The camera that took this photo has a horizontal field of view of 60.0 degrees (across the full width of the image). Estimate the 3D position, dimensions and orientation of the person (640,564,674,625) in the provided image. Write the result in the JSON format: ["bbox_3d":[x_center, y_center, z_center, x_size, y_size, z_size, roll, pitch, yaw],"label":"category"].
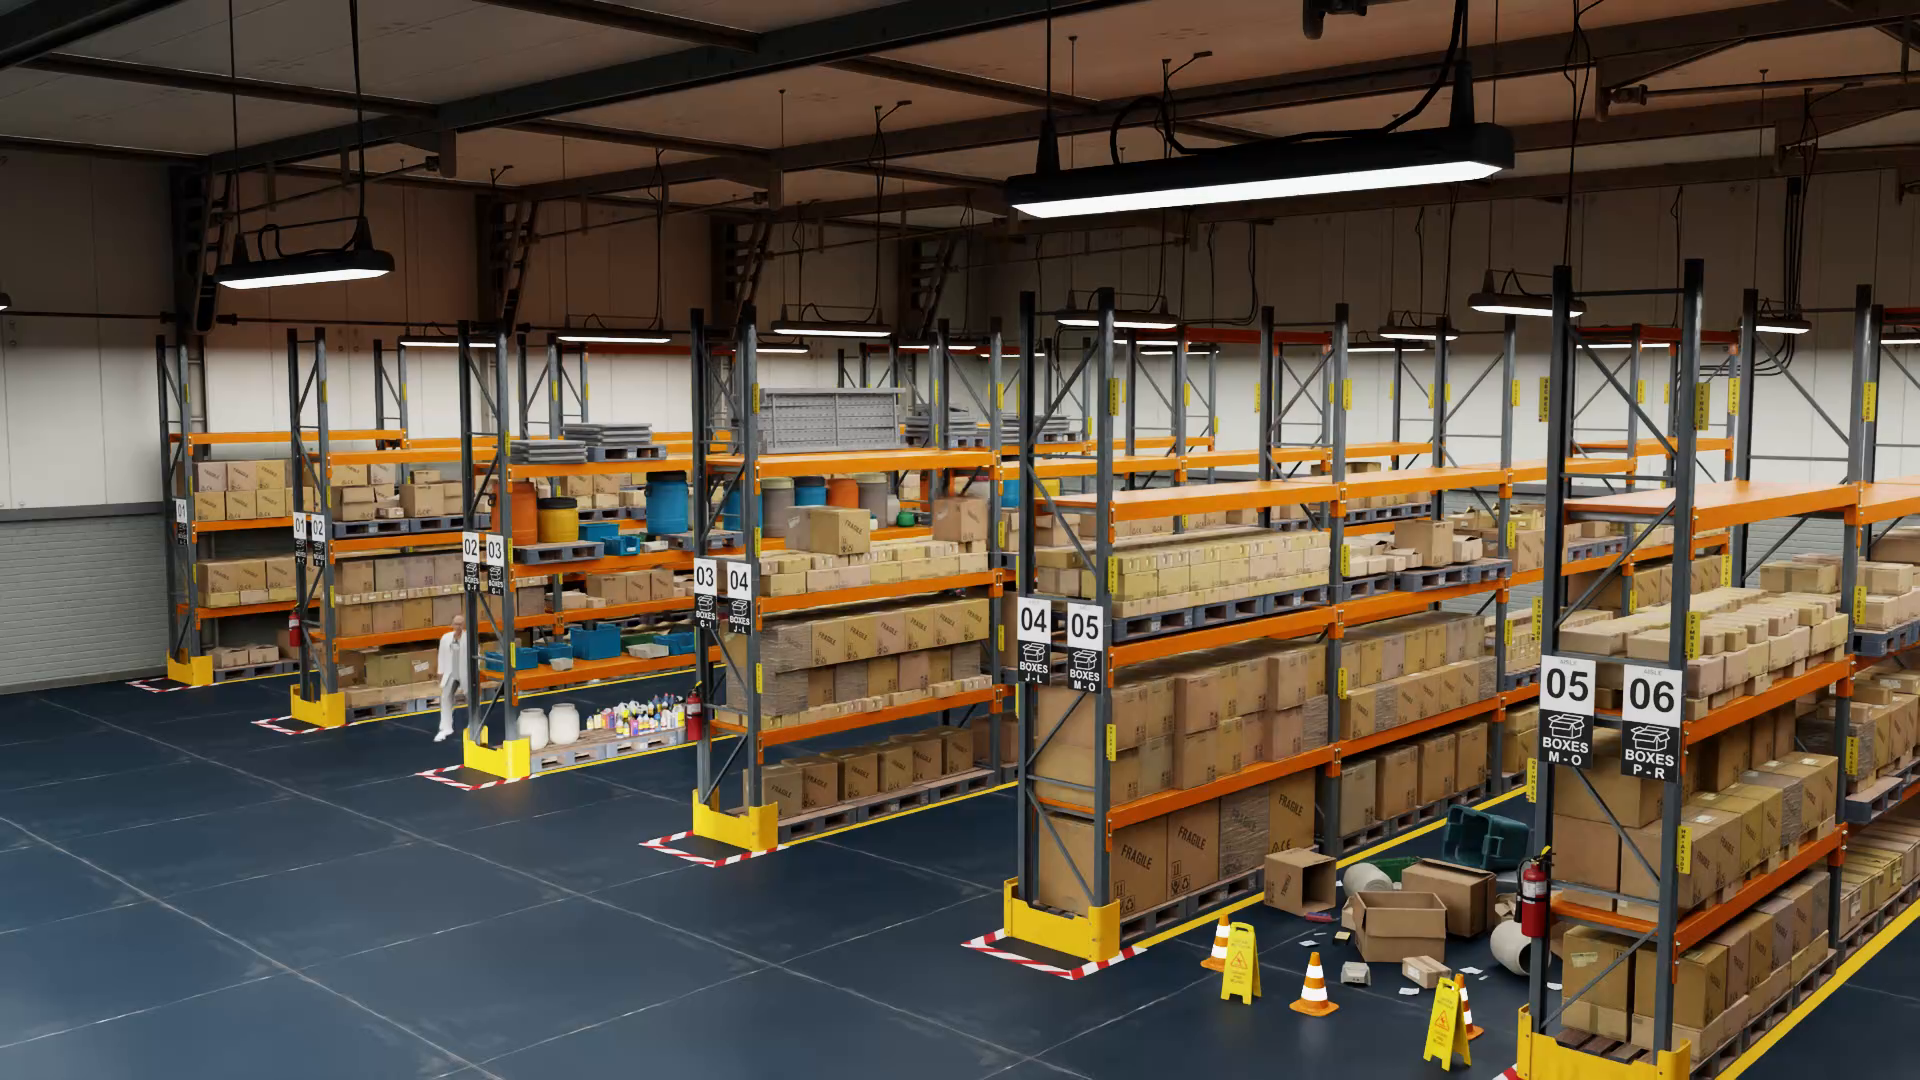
[{"bbox_3d":[-6.214,1.141,33.714,0.617,1.652,1.058,4,6,34],"label":"person"}]

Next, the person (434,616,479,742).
[{"bbox_3d":[-7.361,2.050,24.434,0.672,1.707,0.950,1,5,10],"label":"person"}]

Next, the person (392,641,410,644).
[{"bbox_3d":[-9.965,1.604,29.525,0.479,1.536,1.003,2,6,16],"label":"person"}]
